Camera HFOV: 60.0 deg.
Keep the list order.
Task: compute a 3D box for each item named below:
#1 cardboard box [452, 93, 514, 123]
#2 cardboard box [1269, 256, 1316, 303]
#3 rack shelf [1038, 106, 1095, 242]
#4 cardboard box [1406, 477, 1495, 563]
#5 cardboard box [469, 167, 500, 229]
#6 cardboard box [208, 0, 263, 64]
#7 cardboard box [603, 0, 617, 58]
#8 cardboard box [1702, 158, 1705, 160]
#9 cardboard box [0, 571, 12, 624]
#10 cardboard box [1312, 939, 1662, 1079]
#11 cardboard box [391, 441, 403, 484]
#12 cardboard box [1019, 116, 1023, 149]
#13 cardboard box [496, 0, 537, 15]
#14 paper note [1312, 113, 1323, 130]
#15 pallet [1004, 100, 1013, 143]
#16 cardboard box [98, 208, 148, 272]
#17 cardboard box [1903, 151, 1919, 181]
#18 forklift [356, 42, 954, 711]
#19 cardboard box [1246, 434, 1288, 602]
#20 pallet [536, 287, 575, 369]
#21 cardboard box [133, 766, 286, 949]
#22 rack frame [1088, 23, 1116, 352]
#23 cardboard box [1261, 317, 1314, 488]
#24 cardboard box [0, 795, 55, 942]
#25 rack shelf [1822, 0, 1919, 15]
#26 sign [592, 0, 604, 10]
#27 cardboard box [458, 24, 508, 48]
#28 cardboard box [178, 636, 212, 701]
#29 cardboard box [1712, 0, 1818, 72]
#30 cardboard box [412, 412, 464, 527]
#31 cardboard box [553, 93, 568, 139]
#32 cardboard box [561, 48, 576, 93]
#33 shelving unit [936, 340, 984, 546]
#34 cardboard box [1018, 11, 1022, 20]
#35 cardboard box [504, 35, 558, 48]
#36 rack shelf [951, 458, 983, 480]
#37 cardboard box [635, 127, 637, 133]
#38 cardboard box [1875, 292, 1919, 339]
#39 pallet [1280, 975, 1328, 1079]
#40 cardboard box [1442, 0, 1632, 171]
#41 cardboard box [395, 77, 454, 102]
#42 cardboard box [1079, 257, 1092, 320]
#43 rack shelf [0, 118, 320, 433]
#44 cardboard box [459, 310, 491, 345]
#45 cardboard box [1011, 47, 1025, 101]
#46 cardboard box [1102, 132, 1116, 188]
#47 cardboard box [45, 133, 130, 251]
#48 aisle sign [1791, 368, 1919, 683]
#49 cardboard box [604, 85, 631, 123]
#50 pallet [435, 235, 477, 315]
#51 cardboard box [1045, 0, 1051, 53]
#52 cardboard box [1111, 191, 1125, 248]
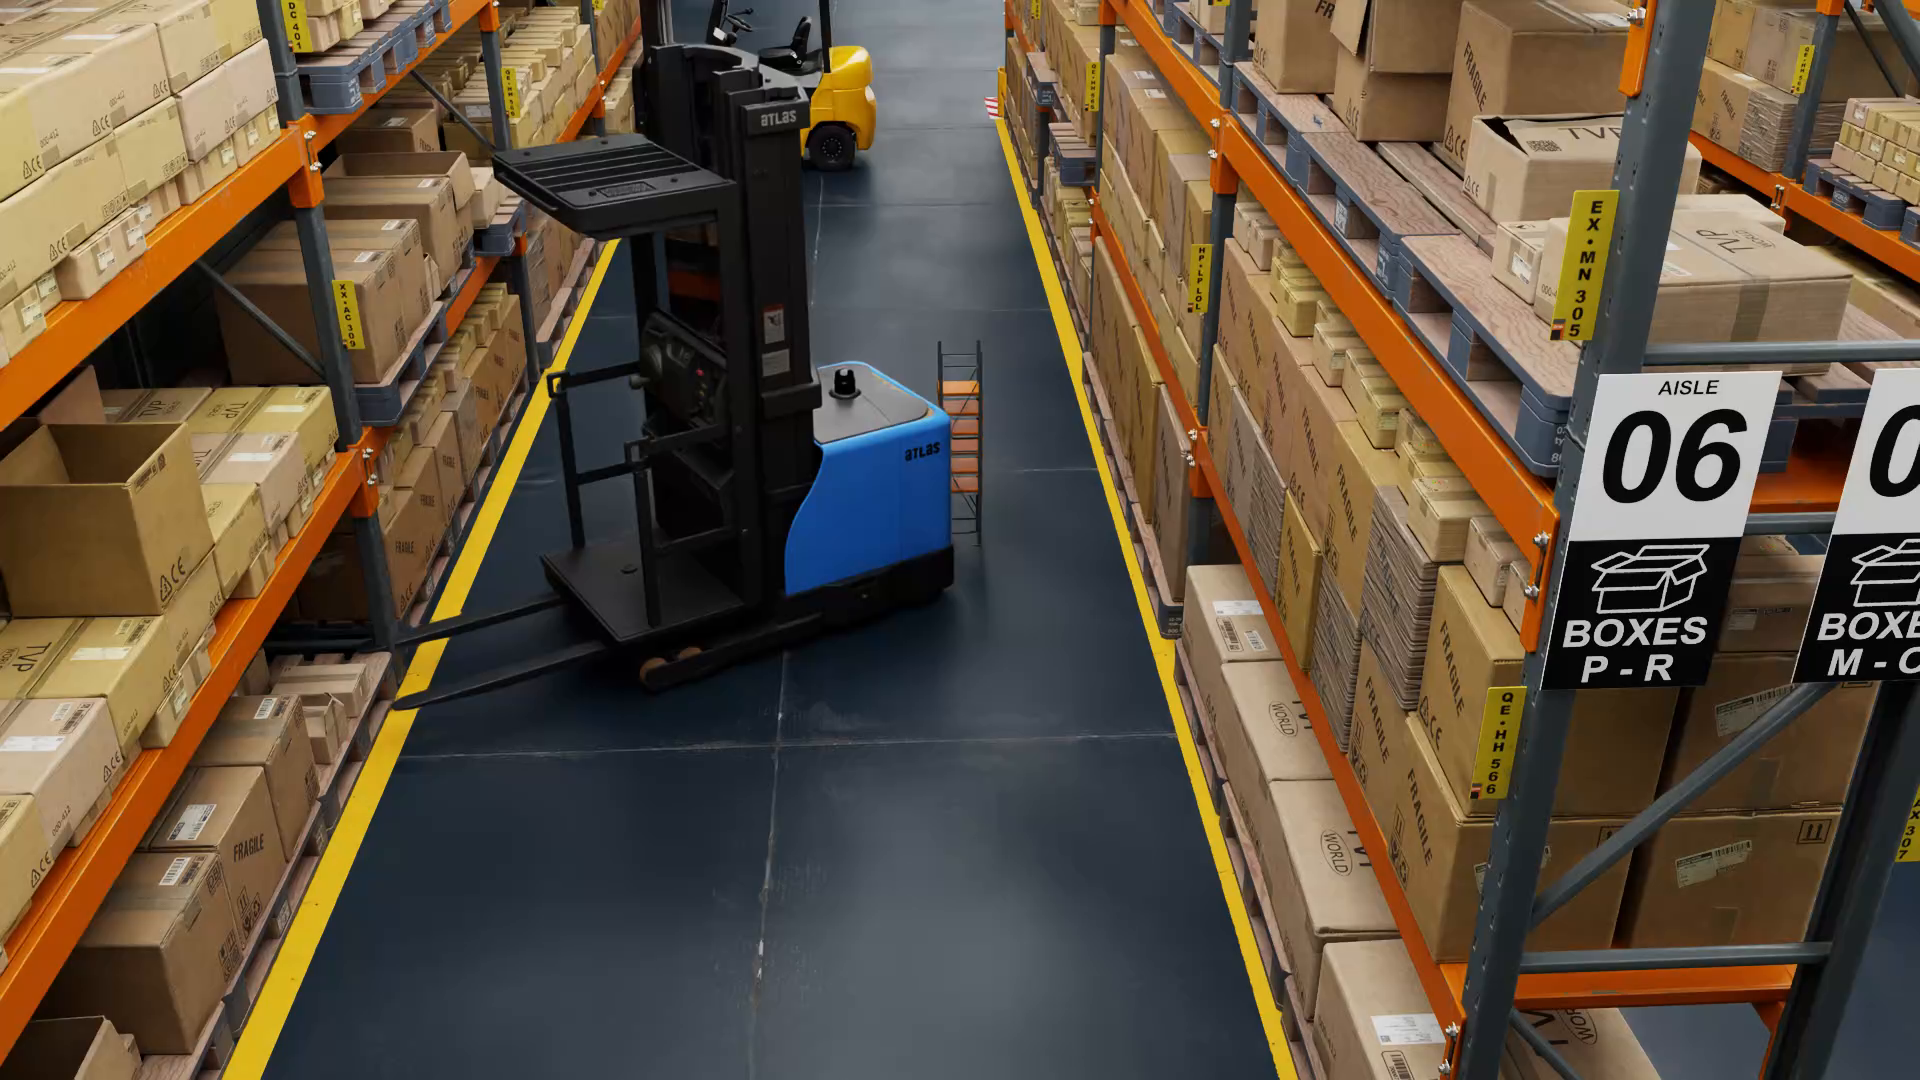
[{"bbox_3d":[-3.242,-2.951,11.355,0.380,0.149,0.250,-1,28,-1],"label":"cardboard box"},{"bbox_3d":[1.440,-1.011,6.554,0.380,0.149,0.250,-2,28,-3],"label":"cardboard box"},{"bbox_3d":[1.332,-3.191,13.403,1.077,0.370,4.000,-1,28,-3],"label":"rack shelf"},{"bbox_3d":[1.501,-0.062,4.735,0.380,0.149,0.250,-2,28,-3],"label":"cardboard box"},{"bbox_3d":[-3.142,-2.105,10.251,0.500,0.250,0.500,-3,28,-5],"label":"cardboard box"},{"bbox_3d":[-3.044,-2.008,6.412,0.500,0.250,0.500,-1,28,-3],"label":"cardboard box"},{"bbox_3d":[-3.535,-4.808,15.617,0.500,0.500,0.500,-1,28,-2],"label":"cardboard box"},{"bbox_3d":[6.335,-3.059,14.349,1.050,0.750,0.750,-1,28,-3],"label":"cardboard box"},{"bbox_3d":[-3.465,0.250,5.868,0.500,0.250,0.500,-1,28,-3],"label":"cardboard box"},{"bbox_3d":[1.720,1.755,5.457,0.875,0.438,0.875,-2,28,-4],"label":"cardboard box"},{"bbox_3d":[-3.181,-0.400,8.820,0.380,0.149,0.250,-3,28,-5],"label":"cardboard box"},{"bbox_3d":[0.869,-4.148,16.979,0.500,0.250,0.500,-1,28,-2],"label":"cardboard box"},{"bbox_3d":[-4.002,-4.786,14.874,0.380,0.149,0.250,-2,28,-3],"label":"cardboard box"},{"bbox_3d":[1.164,-1.366,5.423,0.006,0.032,0.123,-1,28,-3],"label":"paper note"},{"bbox_3d":[1.030,-4.634,18.406,1.003,0.211,1.213,-1,28,-3],"label":"pallet"},{"bbox_3d":[-2.887,-0.967,5.389,0.380,0.149,0.250,-1,28,-2],"label":"cardboard box"},{"bbox_3d":[6.246,-2.367,10.540,0.380,0.149,0.250,-1,28,-2],"label":"cardboard box"},{"bbox_3d":[-1.548,-0.820,8.153,3.031,2.935,1.130,-17,32,-29],"label":"forklift"},{"bbox_3d":[1.450,-0.098,6.587,0.500,0.500,0.500,-1,28,-2],"label":"cardboard box"},{"bbox_3d":[-3.524,-1.610,12.608,1.003,0.211,1.213,-1,28,-3],"label":"pallet"},{"bbox_3d":[-2.973,1.225,6.407,0.500,0.500,0.500,-1,28,-2],"label":"cardboard box"},{"bbox_3d":[1.437,-2.587,11.466,1.000,3.000,0.127,-1,28,-3],"label":"rack frame"},{"bbox_3d":[1.464,-0.531,6.335,0.500,0.500,0.500,-1,28,-2],"label":"cardboard box"},{"bbox_3d":[-2.857,0.948,4.529,0.500,0.250,0.500,-1,28,-2],"label":"cardboard box"},{"bbox_3d":[6.479,-2.840,9.486,1.077,0.370,4.000,-1,28,-3],"label":"rack shelf"},{"bbox_3d":[-3.187,-4.808,14.559,0.100,0.325,0.005,-1,28,-3],"label":"sign"},{"bbox_3d":[-3.917,-4.119,13.594,0.380,0.149,0.250,-2,28,-3],"label":"cardboard box"},{"bbox_3d":[-2.897,0.465,5.886,0.380,0.149,0.250,-1,28,-1],"label":"cardboard box"},{"bbox_3d":[6.305,-3.918,12.830,0.700,0.500,0.500,-2,28,-3],"label":"cardboard box"},{"bbox_3d":[-3.171,-0.401,9.524,0.500,0.500,0.500,-2,28,-4],"label":"cardboard box"},{"bbox_3d":[-3.380,-3.319,13.032,0.500,0.250,0.500,-1,28,-1],"label":"cardboard box"},{"bbox_3d":[-3.393,-3.773,13.362,0.500,0.250,0.500,-1,28,-2],"label":"cardboard box"},{"bbox_3d":[-0.001,-0.539,9.485,0.258,1.200,0.189,-1,28,-3],"label":"shelving unit"},{"bbox_3d":[0.805,-5.530,17.381,0.380,0.149,0.250,-1,28,-1],"label":"cardboard box"},{"bbox_3d":[-3.393,-3.902,13.179,0.380,0.149,0.250,-1,28,-2],"label":"cardboard box"},{"bbox_3d":[-0.001,-0.393,9.561,0.258,0.103,0.180,-1,28,-3],"label":"rack shelf"},{"bbox_3d":[-3.508,-3.982,16.660,0.500,0.250,0.500,-1,28,-2],"label":"cardboard box"},{"bbox_3d":[6.209,-1.376,10.582,0.500,0.250,0.500,-1,28,-2],"label":"cardboard box"},{"bbox_3d":[1.735,1.977,5.731,1.003,0.211,1.213,-1,28,-3],"label":"pallet"},{"bbox_3d":[1.899,-1.432,5.337,0.500,0.500,0.500,-1,28,-2],"label":"cardboard box"},{"bbox_3d":[-3.817,-3.181,11.797,0.380,0.149,0.250,-1,28,-3],"label":"cardboard box"},{"bbox_3d":[1.417,-1.869,12.477,0.950,0.372,0.625,-3,28,-6],"label":"cardboard box"},{"bbox_3d":[-3.207,-0.705,5.393,1.077,0.370,4.000,-1,28,-3],"label":"rack shelf"},{"bbox_3d":[-3.226,-1.361,10.662,0.380,0.149,0.250,-2,28,-4],"label":"cardboard box"},{"bbox_3d":[0.818,-4.949,17.704,0.500,0.500,0.500,-2,28,-5],"label":"cardboard box"},{"bbox_3d":[1.217,-2.502,10.925,0.500,0.250,0.500,-2,28,-3],"label":"cardboard box"},{"bbox_3d":[-2.964,-1.087,5.187,0.500,0.250,0.500,-2,28,-3],"label":"cardboard box"},{"bbox_3d":[2.148,-0.018,3.731,0.394,0.787,0.004,-1,28,-3],"label":"aisle sign"},{"bbox_3d":[-3.457,-4.190,15.978,0.500,0.250,0.500,-1,28,-3],"label":"cardboard box"},{"bbox_3d":[-3.414,-1.482,9.555,1.003,0.211,1.213,-1,28,-3],"label":"pallet"},{"bbox_3d":[0.993,-4.341,13.946,0.500,0.500,0.500,-1,28,-2],"label":"cardboard box"},{"bbox_3d":[1.256,-2.051,10.602,0.500,0.250,0.500,-2,28,-4],"label":"cardboard box"}]
